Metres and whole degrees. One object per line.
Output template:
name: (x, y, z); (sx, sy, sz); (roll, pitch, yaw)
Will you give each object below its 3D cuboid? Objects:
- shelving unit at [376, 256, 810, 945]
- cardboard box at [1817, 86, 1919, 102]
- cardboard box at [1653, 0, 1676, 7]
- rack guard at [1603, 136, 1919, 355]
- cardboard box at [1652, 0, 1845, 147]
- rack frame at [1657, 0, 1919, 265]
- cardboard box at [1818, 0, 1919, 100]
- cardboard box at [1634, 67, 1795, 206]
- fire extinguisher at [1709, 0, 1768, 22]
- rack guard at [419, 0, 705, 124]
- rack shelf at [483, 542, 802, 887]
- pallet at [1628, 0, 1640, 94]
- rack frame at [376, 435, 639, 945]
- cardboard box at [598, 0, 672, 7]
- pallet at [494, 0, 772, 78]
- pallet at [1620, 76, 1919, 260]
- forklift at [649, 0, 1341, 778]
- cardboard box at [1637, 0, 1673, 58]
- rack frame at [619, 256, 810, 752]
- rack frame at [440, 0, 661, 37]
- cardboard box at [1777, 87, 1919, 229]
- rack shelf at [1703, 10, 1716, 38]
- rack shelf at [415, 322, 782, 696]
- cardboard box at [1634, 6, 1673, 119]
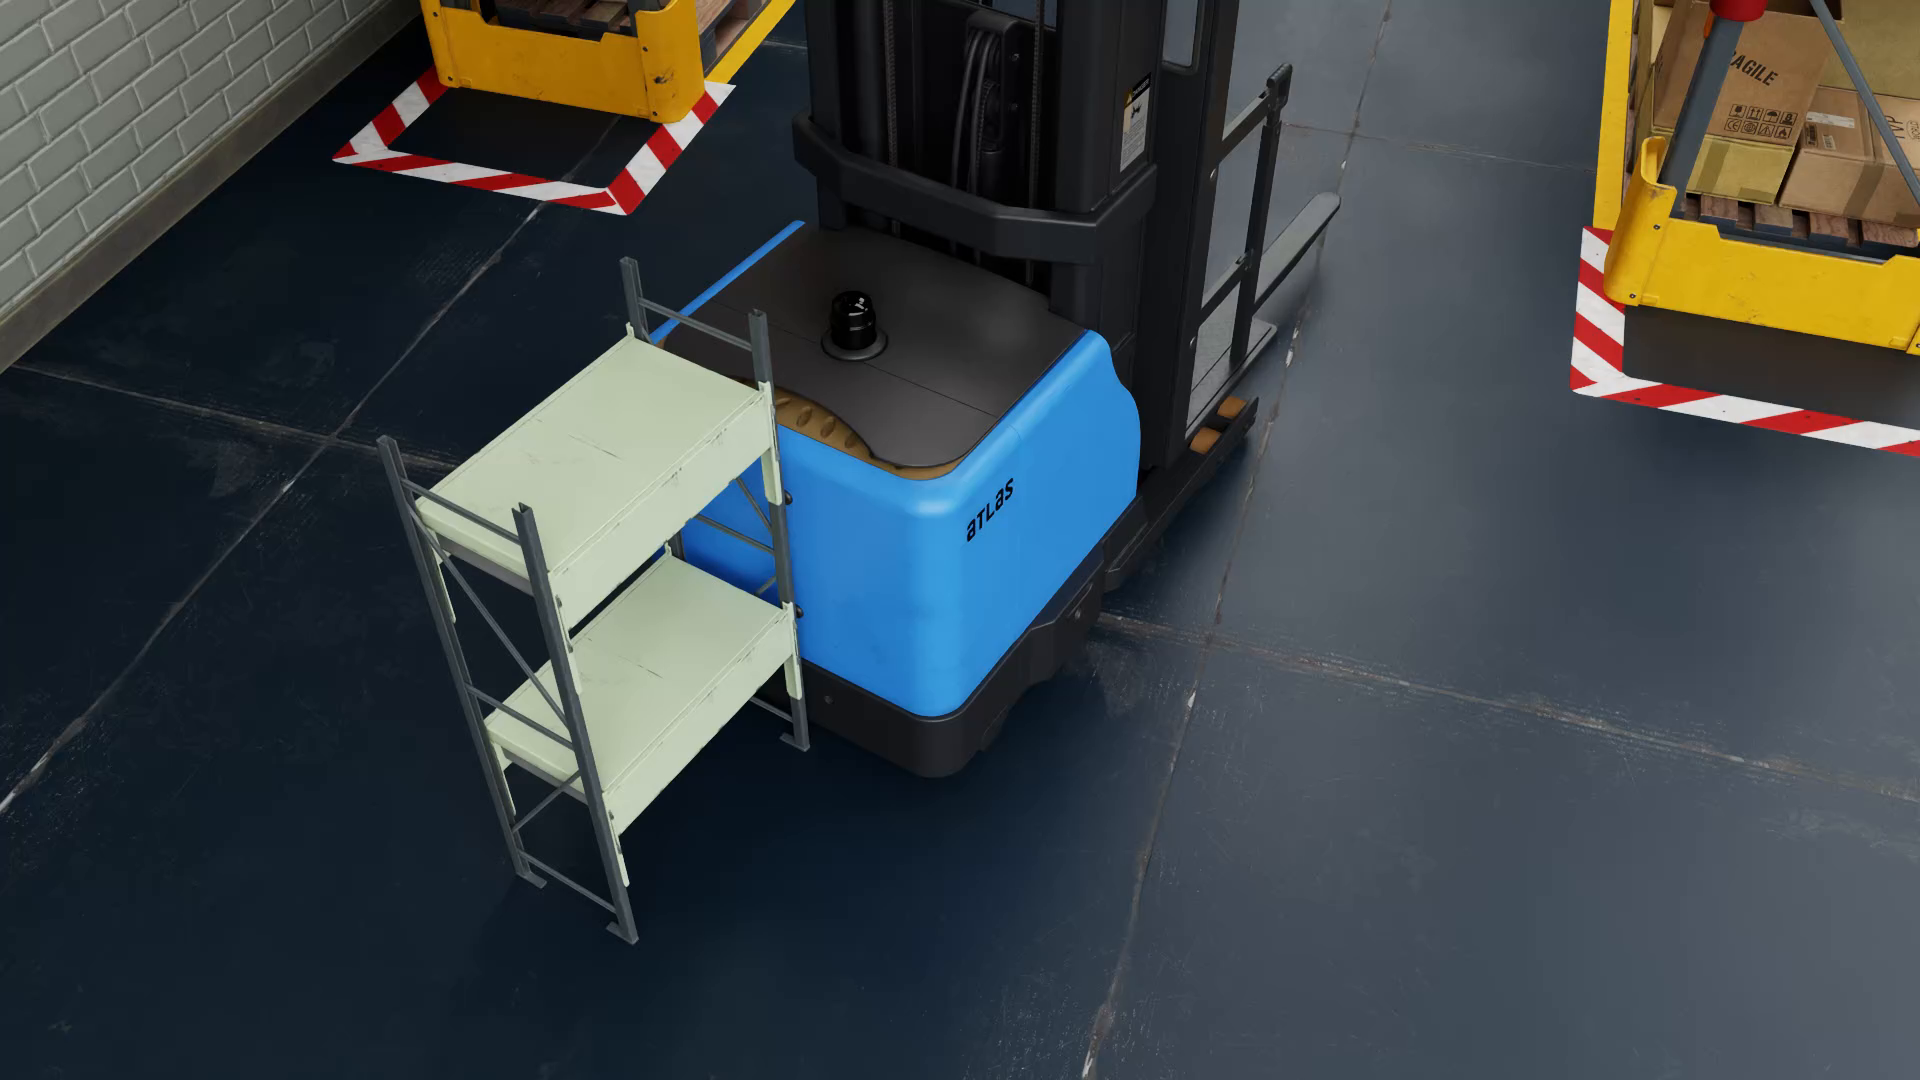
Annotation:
shelving unit: (-0.792, 0.191, 3.982); (0.431, 1.500, 0.755); (24, 49, 23)
cardboard box: (3.519, -1.780, 6.590); (0.500, 0.250, 0.500); (13, 46, 13)
cardboard box: (3.164, -2.494, 6.783); (0.500, 0.500, 0.500); (13, 46, 13)
rack guard: (2.989, -1.059, 5.975); (1.175, 0.500, 0.348); (13, 46, 13)
cardboard box: (2.875, -1.824, 6.099); (0.500, 0.500, 0.500); (13, 46, 13)
rack frame: (2.996, -1.968, 5.117); (1.000, 3.000, 0.127); (13, 46, 13)
cardboard box: (3.520, -2.048, 6.327); (0.500, 0.500, 0.500); (13, 46, 13)
cardboard box: (2.877, -1.556, 6.361); (0.500, 0.250, 0.500); (13, 46, 13)
fire extinguisher: (2.518, -1.960, 5.164); (0.296, 0.674, 0.183); (13, 46, 13)
rack guard: (-1.703, -2.172, 7.112); (1.175, 0.500, 0.348); (13, 46, 13)
rack shelf: (-0.792, 0.424, 4.210); (0.431, 0.370, 0.720); (24, 49, 23)
pallet: (3.559, -2.301, 7.450); (1.003, 0.211, 1.213); (13, 46, 13)
rack frame: (-0.989, 0.407, 3.762); (0.400, 1.500, 0.023); (24, 49, 23)
cardboard box: (-1.431, -2.653, 7.425); (0.500, 0.311, 0.500); (8, 45, 8)
pallet: (-1.423, -2.603, 7.759); (1.003, 0.211, 1.213); (13, 46, 13)
pallet: (3.188, -1.490, 6.622); (1.003, 0.211, 1.213); (13, 46, 13)
forklift: (0.336, -1.414, 4.600); (1.130, 2.935, 3.031); (24, 49, 23)
cardboard box: (3.167, -2.225, 7.045); (0.500, 0.250, 0.500); (13, 46, 13)
rack frame: (-0.594, -0.024, 4.203); (0.400, 1.500, 0.023); (24, 49, 23)
rack frame: (-1.726, -3.015, 6.186); (1.000, 3.000, 0.127); (13, 46, 13)
cardboard box: (3.371, -1.446, 6.249); (0.500, 0.250, 0.500); (13, 46, 13)
rack shelf: (3.602, -3.044, 6.731); (1.077, 0.370, 4.000); (13, 46, 13)
rack shelf: (-0.792, -0.088, 3.709); (0.431, 0.370, 0.720); (24, 49, 23)
cardboard box: (3.017, -1.891, 6.704); (0.500, 0.250, 0.500); (13, 46, 13)
